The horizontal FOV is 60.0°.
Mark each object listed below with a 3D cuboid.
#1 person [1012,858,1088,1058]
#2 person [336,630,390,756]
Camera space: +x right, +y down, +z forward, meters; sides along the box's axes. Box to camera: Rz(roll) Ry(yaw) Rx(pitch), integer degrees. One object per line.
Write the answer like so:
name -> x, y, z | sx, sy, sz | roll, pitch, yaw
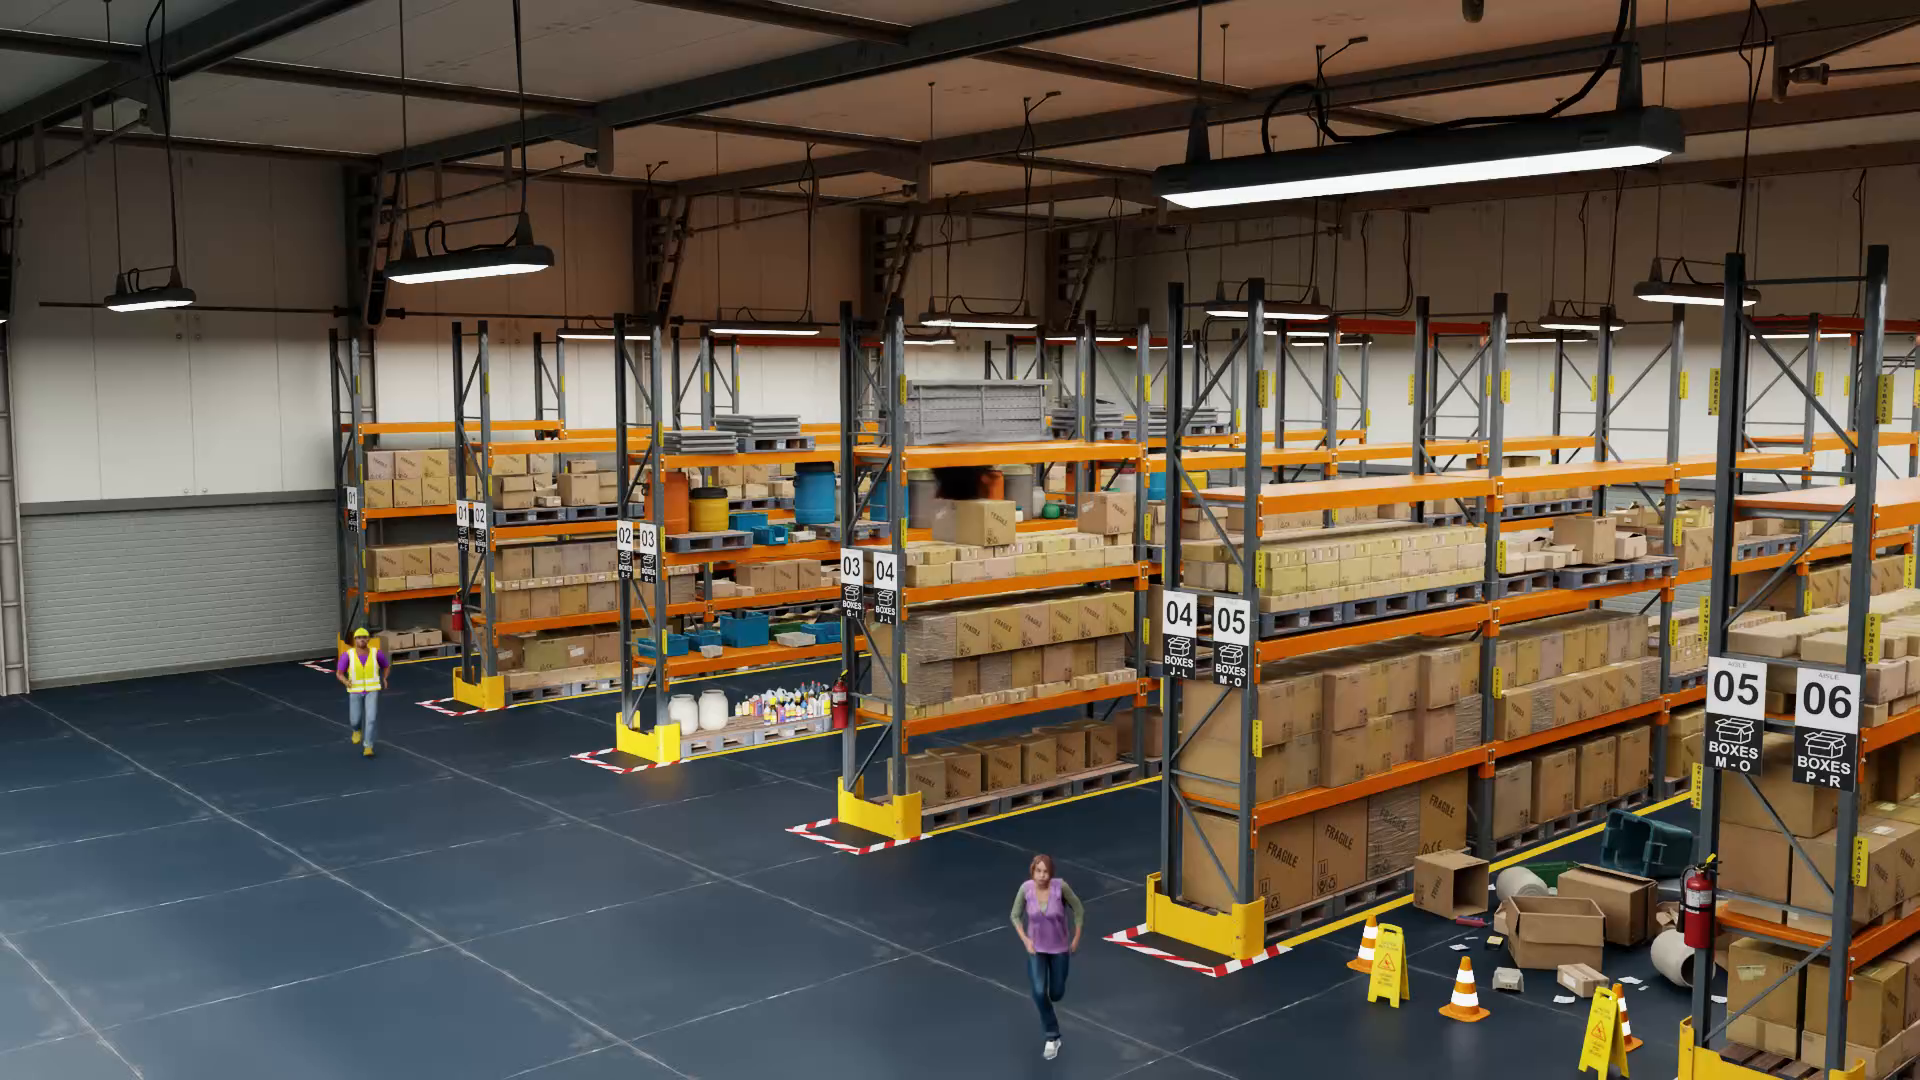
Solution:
person -> 0.682, 3.166, 12.660 | 0.578, 1.551, 0.632 | 0, 6, 4
person -> -8.117, 2.073, 22.647 | 0.698, 1.718, 0.606 | -2, 6, -21
